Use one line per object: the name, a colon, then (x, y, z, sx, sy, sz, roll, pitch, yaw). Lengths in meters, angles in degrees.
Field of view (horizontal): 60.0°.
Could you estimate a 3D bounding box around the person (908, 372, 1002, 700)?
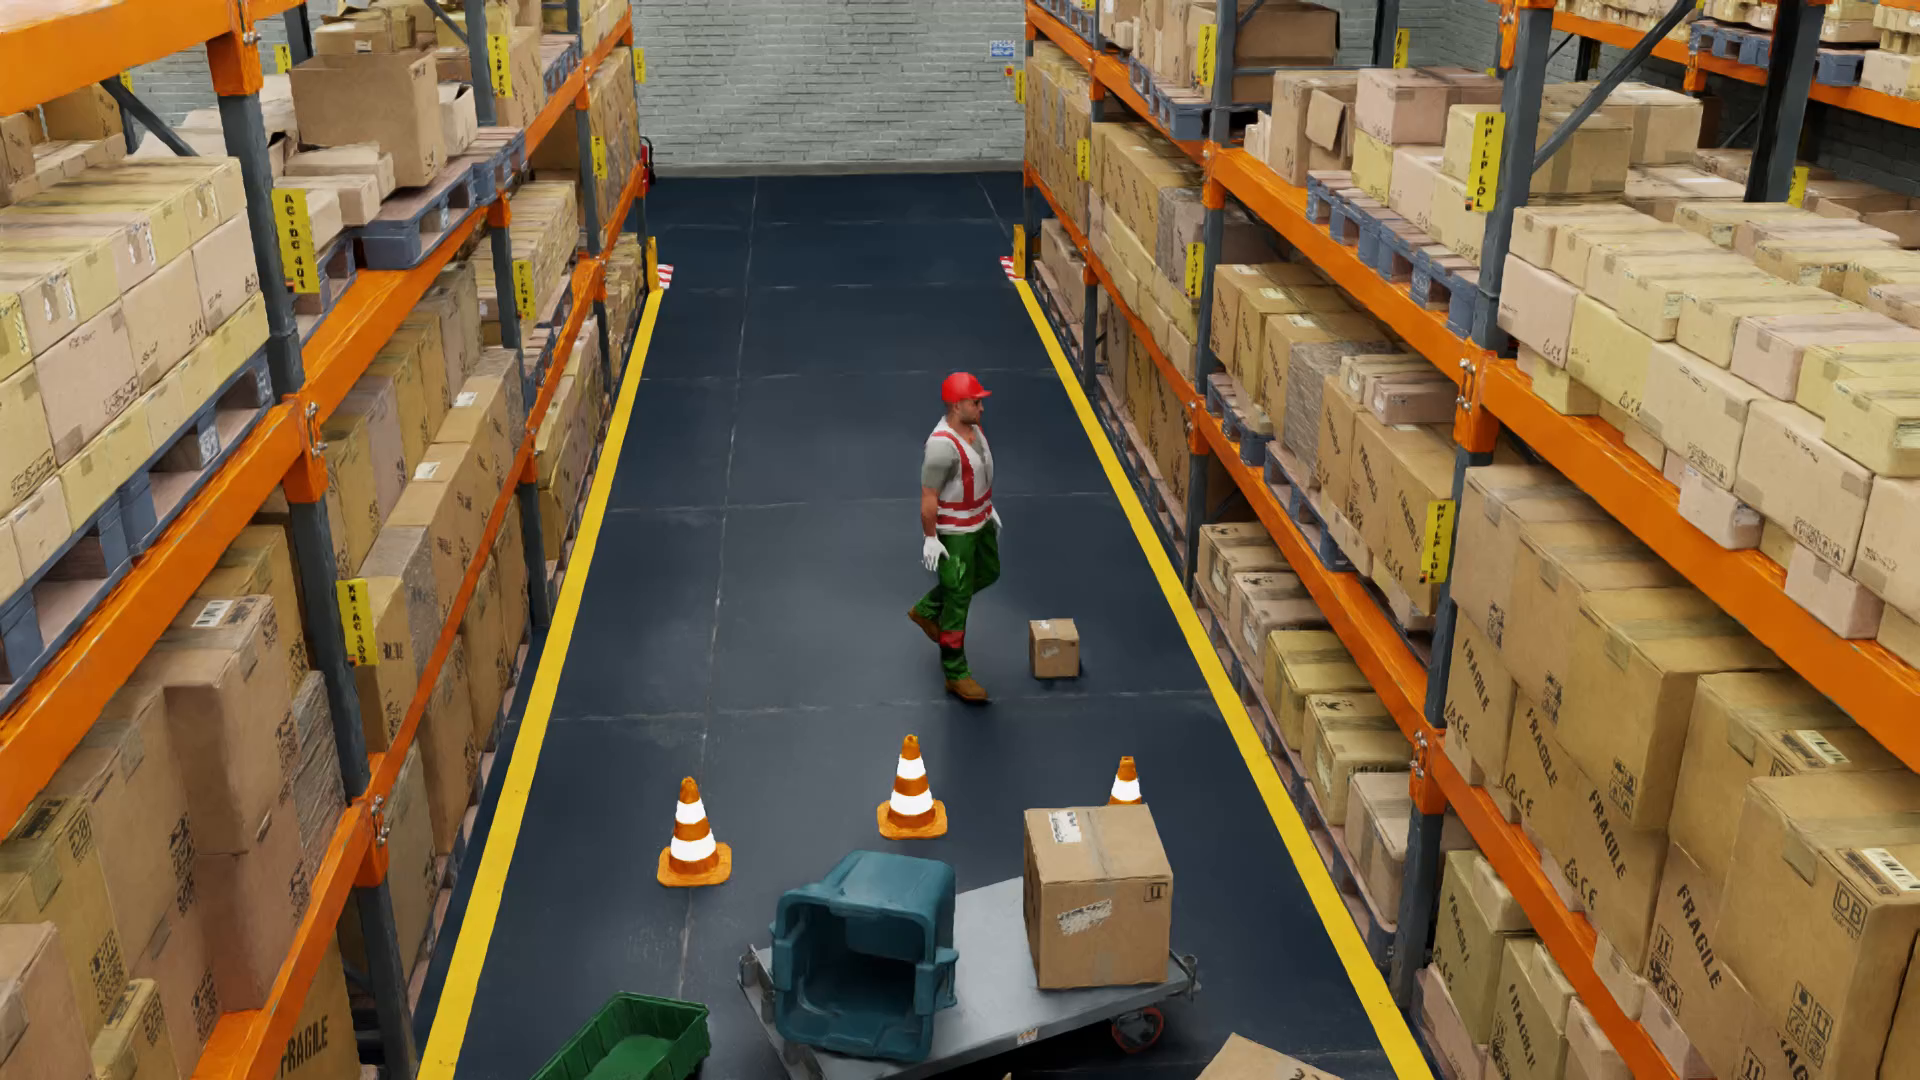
person: (-0.044, -0.073, 9.200, 0.656, 1.783, 0.649, 9, 25, 20)
